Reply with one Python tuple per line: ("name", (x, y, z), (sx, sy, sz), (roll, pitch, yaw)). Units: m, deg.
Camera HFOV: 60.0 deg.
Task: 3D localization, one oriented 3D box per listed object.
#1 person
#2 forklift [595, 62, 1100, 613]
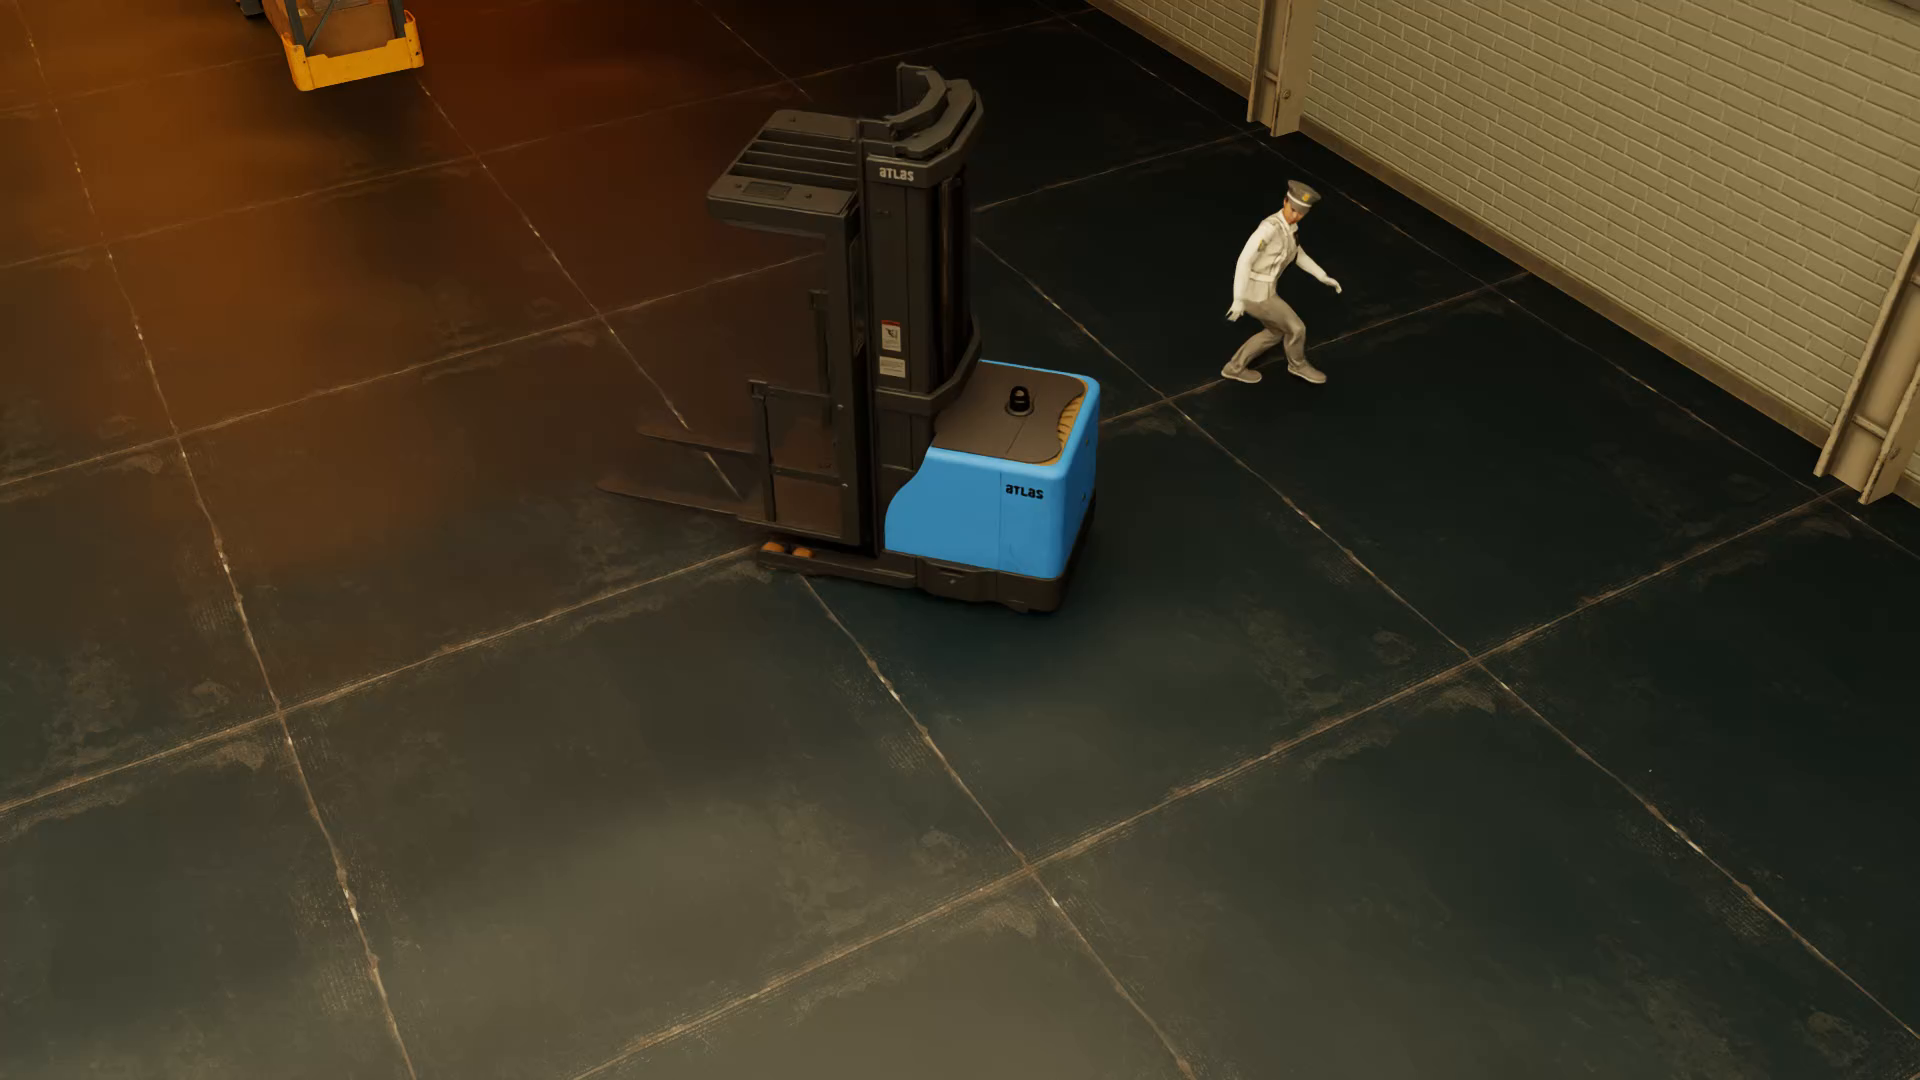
("person", (2.175, -1.631, 11.114), (0.732, 1.526, 0.701), (8, 40, 10))
("forklift", (-0.734, -1.228, 9.517), (3.031, 2.935, 1.130), (10, 41, 12))
